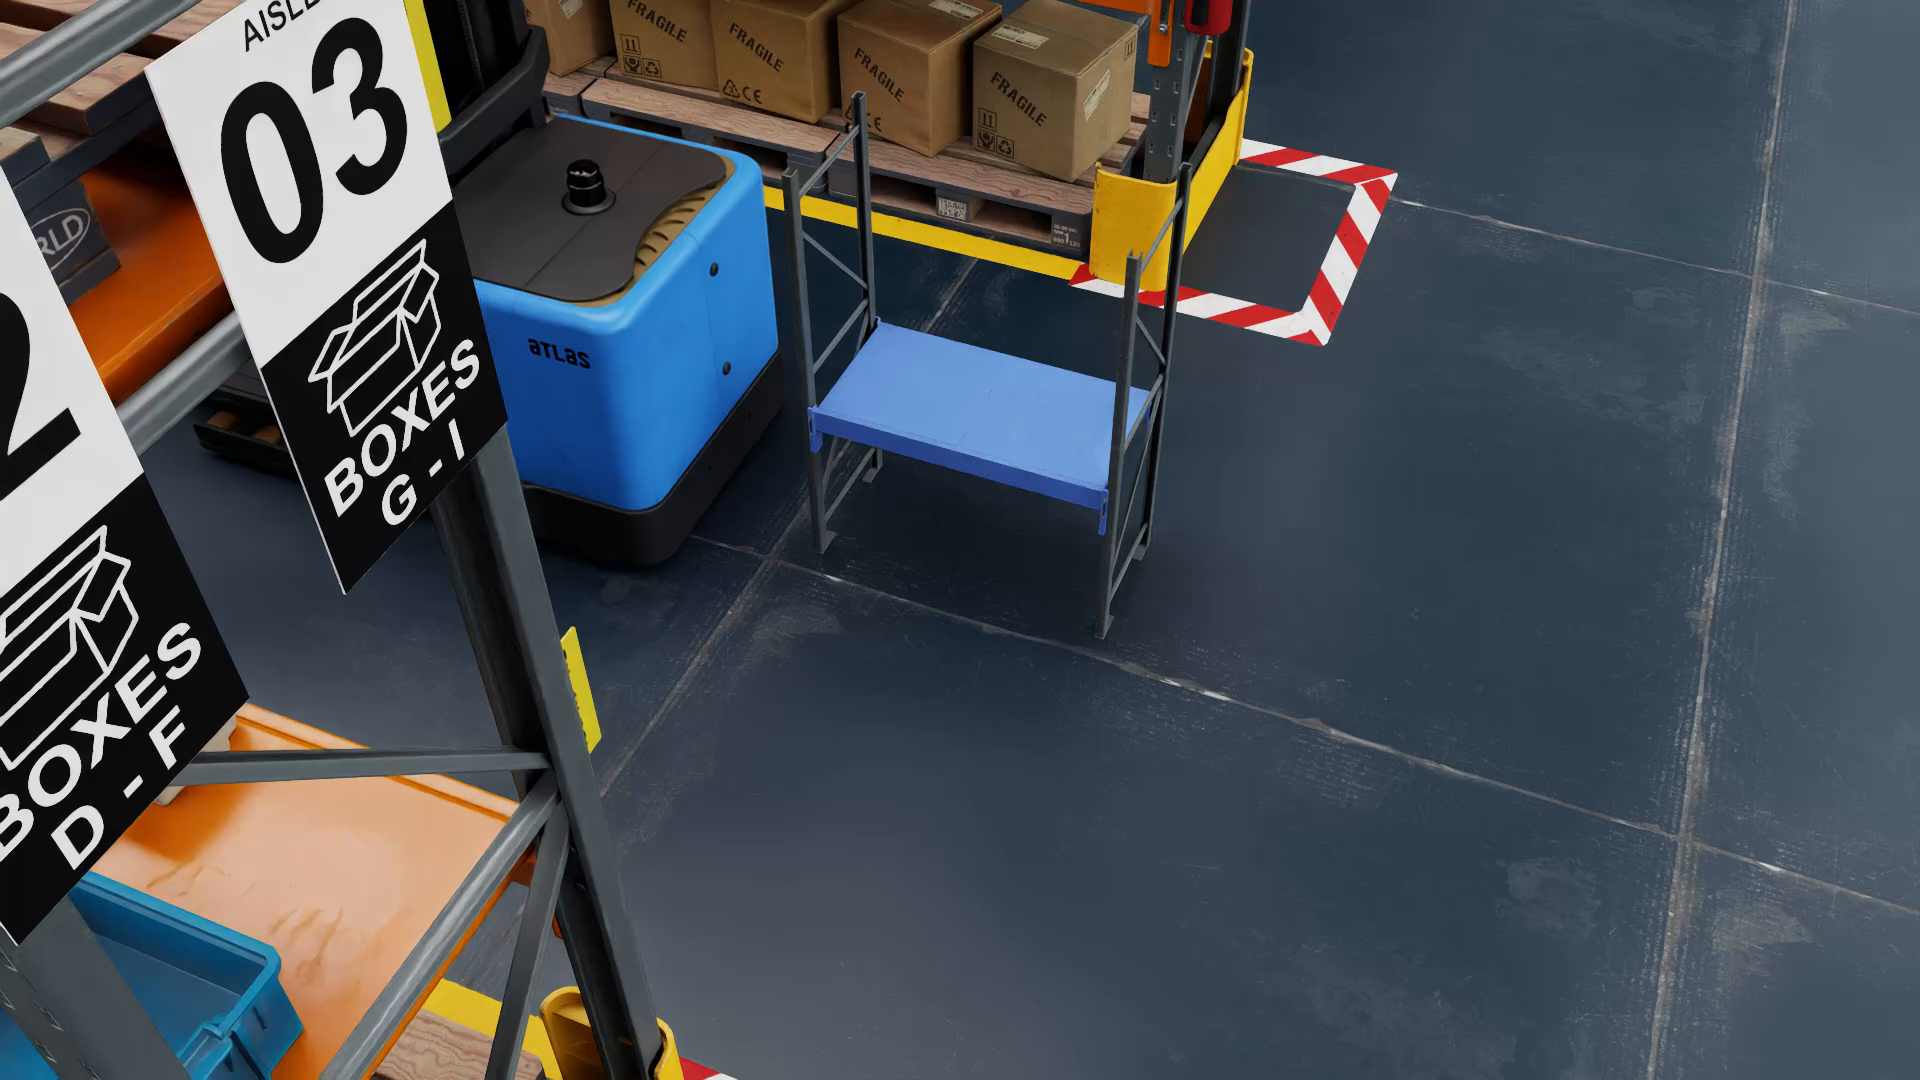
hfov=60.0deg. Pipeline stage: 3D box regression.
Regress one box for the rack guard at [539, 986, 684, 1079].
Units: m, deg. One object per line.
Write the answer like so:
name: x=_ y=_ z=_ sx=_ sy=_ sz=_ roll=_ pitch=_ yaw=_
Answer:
rack guard: x=-1.030 y=1.656 z=3.732 sx=0.348 sy=0.500 sz=1.175 roll=16 pitch=47 yaw=16

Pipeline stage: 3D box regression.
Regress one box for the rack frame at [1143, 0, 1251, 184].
rack frame: x=0.966 y=-2.465 z=6.100 sx=0.127 sy=3.000 sz=1.000 roll=16 pitch=47 yaw=16

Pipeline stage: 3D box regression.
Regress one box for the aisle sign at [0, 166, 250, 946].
aisle sign: x=-0.989 y=0.051 z=1.729 sx=0.004 sy=0.787 sz=0.394 roll=16 pitch=47 yaw=16

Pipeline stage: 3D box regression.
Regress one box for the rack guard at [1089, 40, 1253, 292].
rack guard: x=0.895 y=-1.599 z=7.003 sx=0.348 sy=0.500 sz=1.175 roll=16 pitch=47 yaw=16

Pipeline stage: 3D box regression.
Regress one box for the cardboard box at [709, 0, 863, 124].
cardboard box: x=-0.740 y=-2.230 z=7.339 sx=0.500 sy=0.500 sz=0.500 roll=21 pitch=48 yaw=19

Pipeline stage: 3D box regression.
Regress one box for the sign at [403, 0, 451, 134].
sign: x=-0.725 y=-0.664 z=2.158 sx=0.005 sy=0.325 sz=0.100 roll=16 pitch=47 yaw=16

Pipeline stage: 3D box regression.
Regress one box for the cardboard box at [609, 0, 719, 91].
cardboard box: x=-1.238 y=-2.411 z=7.521 sx=0.500 sy=0.500 sz=0.500 roll=13 pitch=46 yaw=12

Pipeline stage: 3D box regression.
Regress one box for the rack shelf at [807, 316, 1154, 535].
rack shelf: x=0.079 y=-0.381 z=5.325 sx=1.000 sy=0.185 sz=0.538 roll=16 pitch=47 yaw=16

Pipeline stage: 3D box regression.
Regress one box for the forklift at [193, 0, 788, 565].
forklift: x=-2.211 y=-1.619 z=5.299 sx=3.031 sy=2.935 sz=1.130 roll=16 pitch=47 yaw=15

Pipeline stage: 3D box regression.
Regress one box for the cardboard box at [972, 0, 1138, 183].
cardboard box: x=0.396 y=-1.908 z=7.015 sx=0.500 sy=0.500 sz=0.500 roll=25 pitch=50 yaw=23

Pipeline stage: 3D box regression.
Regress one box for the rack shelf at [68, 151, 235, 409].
rack shelf: x=-2.787 y=-0.592 z=2.602 sx=4.000 sy=0.370 sz=1.077 roll=16 pitch=47 yaw=16

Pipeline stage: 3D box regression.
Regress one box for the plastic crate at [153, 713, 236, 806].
plastic crate: x=-1.643 y=0.401 z=3.408 sx=0.250 sy=0.136 sz=0.298 roll=16 pitch=47 yaw=16

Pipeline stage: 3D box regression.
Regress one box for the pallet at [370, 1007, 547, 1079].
pallet: x=-1.777 y=1.534 z=4.059 sx=1.213 sy=0.211 sz=1.003 roll=16 pitch=47 yaw=16

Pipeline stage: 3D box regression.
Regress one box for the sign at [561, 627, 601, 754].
sign: x=-0.725 y=0.304 z=3.121 sx=0.005 sy=0.325 sz=0.100 roll=16 pitch=47 yaw=16

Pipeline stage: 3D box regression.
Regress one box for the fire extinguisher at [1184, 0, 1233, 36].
fire extinguisher: x=0.894 y=-2.106 z=5.795 sx=0.183 sy=0.674 sz=0.296 roll=16 pitch=47 yaw=16

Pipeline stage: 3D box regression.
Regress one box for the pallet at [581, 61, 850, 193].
pallet: x=-0.963 y=-2.073 z=7.684 sx=1.213 sy=0.211 sz=1.003 roll=16 pitch=47 yaw=16

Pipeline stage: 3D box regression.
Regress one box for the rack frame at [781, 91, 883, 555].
rack frame: x=-0.390 y=-0.647 z=5.336 sx=0.032 sy=1.500 sz=0.500 roll=16 pitch=47 yaw=16

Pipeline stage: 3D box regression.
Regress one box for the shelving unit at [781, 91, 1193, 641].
shelving unit: x=0.079 y=-0.509 z=5.198 sx=1.048 sy=1.500 sz=0.538 roll=16 pitch=47 yaw=16

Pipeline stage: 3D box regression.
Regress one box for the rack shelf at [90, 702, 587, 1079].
rack shelf: x=-2.787 y=0.471 z=3.660 sx=4.000 sy=0.370 sz=1.077 roll=16 pitch=47 yaw=16

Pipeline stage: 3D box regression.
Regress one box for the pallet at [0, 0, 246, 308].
pallet: x=-1.667 y=-0.525 z=2.158 sx=1.213 sy=0.211 sz=1.003 roll=16 pitch=47 yaw=16

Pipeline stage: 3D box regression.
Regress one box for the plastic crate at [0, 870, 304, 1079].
plastic crate: x=-1.518 y=0.871 z=2.853 sx=0.616 sy=0.251 sz=0.499 roll=16 pitch=47 yaw=16

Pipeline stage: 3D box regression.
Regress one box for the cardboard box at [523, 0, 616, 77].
cardboard box: x=-1.841 y=-2.528 z=7.639 sx=0.500 sy=0.500 sz=0.500 roll=32 pitch=53 yaw=28

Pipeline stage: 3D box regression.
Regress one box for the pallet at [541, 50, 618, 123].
pallet: x=-2.093 y=-2.403 z=8.015 sx=1.213 sy=0.211 sz=1.003 roll=16 pitch=47 yaw=16

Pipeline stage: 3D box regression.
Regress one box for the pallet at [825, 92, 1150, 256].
pallet: x=0.159 y=-1.740 z=7.350 sx=1.213 sy=0.211 sz=1.003 roll=16 pitch=47 yaw=16

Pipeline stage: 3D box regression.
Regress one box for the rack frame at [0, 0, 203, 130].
rack frame: x=-0.941 y=-1.367 z=0.744 sx=0.127 sy=3.000 sz=1.000 roll=16 pitch=47 yaw=16

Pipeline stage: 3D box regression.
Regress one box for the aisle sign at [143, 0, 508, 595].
aisle sign: x=-0.762 y=-0.333 z=2.115 sx=0.004 sy=0.787 sz=0.394 roll=16 pitch=47 yaw=16

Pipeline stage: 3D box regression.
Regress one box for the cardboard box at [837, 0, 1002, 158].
cardboard box: x=-0.169 y=-2.048 z=7.156 sx=0.500 sy=0.500 sz=0.500 roll=29 pitch=52 yaw=26

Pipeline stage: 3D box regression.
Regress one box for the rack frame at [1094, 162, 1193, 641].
rack frame: x=0.548 y=-0.370 z=5.059 sx=0.032 sy=1.500 sz=0.500 roll=16 pitch=47 yaw=16

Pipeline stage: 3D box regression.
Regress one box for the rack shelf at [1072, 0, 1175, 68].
rack shelf: x=-0.880 y=-2.753 z=6.900 sx=4.000 sy=0.370 sz=1.077 roll=16 pitch=47 yaw=16

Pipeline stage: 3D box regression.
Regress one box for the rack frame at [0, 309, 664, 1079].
rack frame: x=-0.941 y=0.760 z=2.860 sx=0.127 sy=3.000 sz=1.000 roll=16 pitch=47 yaw=16
